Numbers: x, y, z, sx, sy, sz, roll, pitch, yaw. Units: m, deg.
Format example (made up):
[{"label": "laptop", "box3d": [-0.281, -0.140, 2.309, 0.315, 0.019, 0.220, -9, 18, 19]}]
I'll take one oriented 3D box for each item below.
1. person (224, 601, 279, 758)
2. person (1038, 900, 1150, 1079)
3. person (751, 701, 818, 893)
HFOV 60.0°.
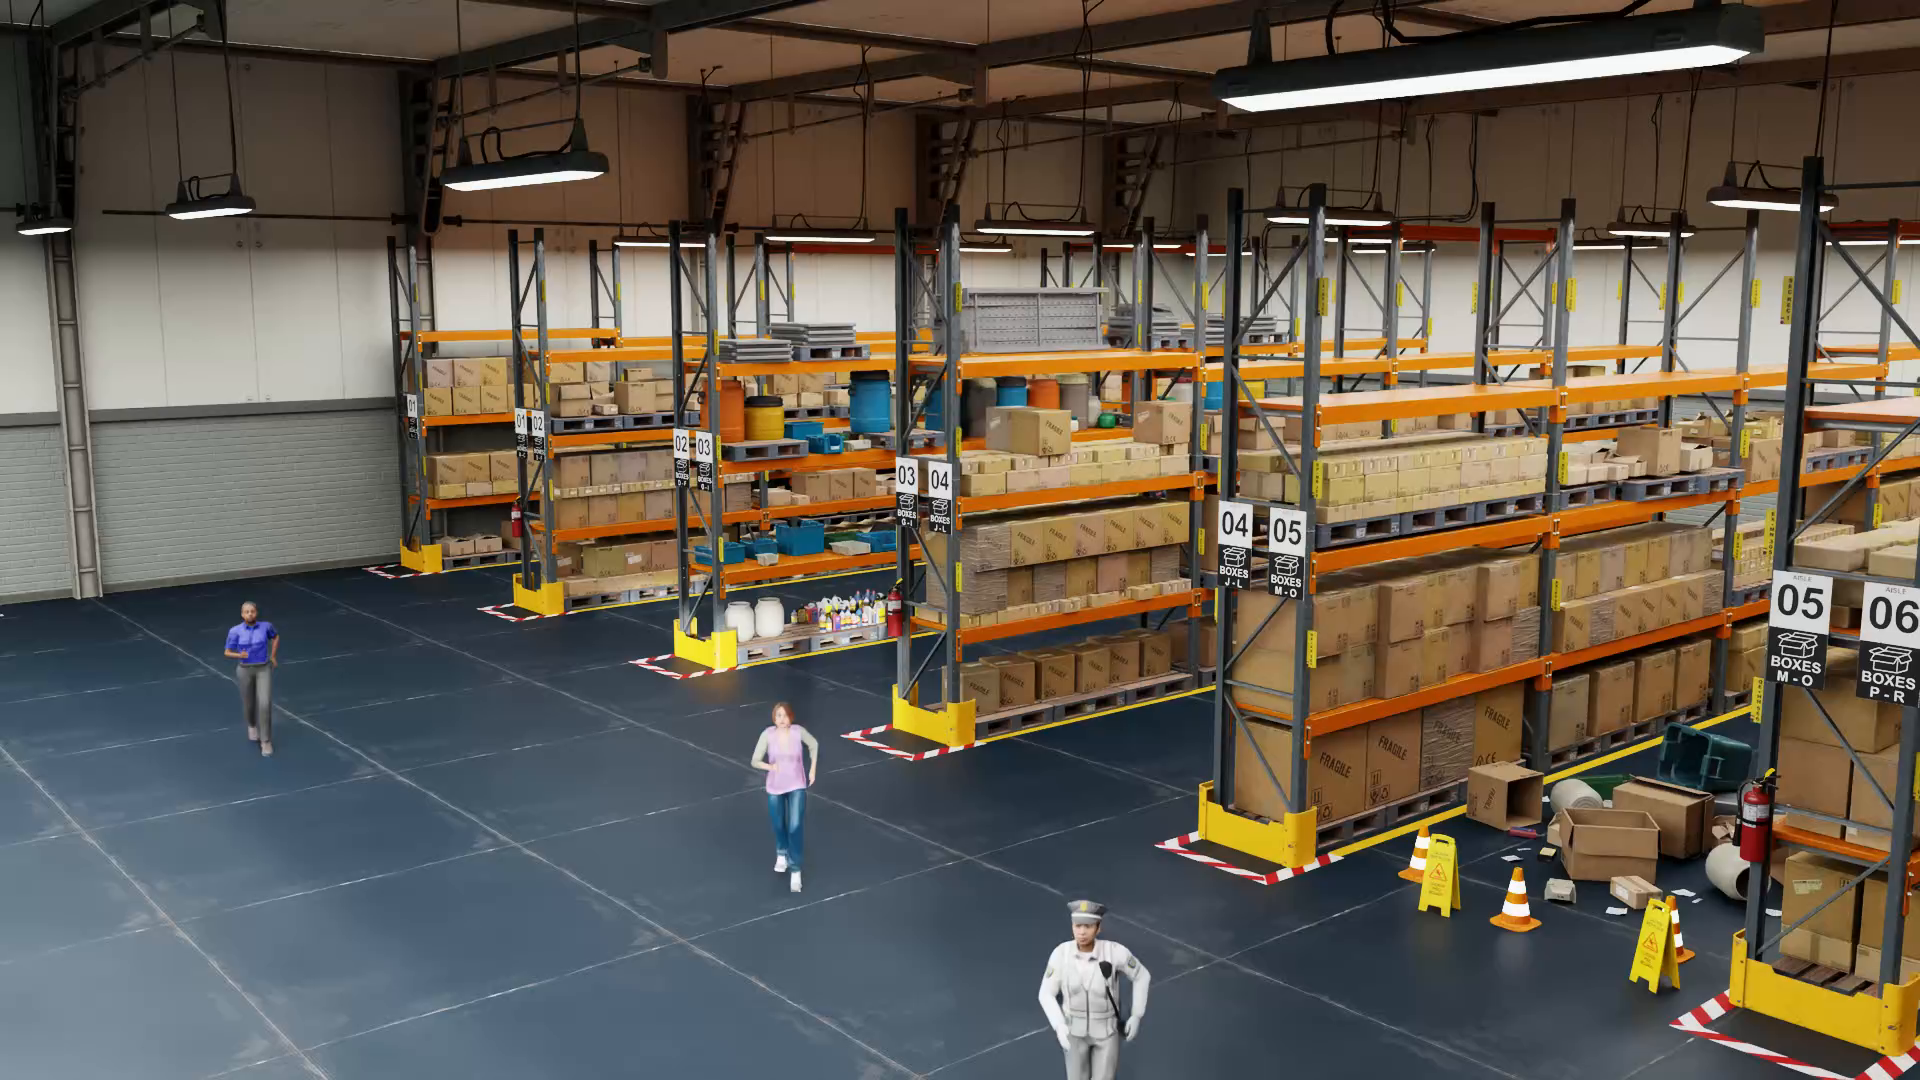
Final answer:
[{"label": "person", "box3d": [-7.848, 1.506, 18.484, 0.574, 1.680, 0.883, -4, 10, -25]}, {"label": "person", "box3d": [0.767, 2.887, 9.697, 0.635, 1.658, 0.570, 2, 9, 12]}, {"label": "person", "box3d": [-1.509, 2.186, 14.357, 0.558, 1.650, 0.717, 0, 9, -2]}]
